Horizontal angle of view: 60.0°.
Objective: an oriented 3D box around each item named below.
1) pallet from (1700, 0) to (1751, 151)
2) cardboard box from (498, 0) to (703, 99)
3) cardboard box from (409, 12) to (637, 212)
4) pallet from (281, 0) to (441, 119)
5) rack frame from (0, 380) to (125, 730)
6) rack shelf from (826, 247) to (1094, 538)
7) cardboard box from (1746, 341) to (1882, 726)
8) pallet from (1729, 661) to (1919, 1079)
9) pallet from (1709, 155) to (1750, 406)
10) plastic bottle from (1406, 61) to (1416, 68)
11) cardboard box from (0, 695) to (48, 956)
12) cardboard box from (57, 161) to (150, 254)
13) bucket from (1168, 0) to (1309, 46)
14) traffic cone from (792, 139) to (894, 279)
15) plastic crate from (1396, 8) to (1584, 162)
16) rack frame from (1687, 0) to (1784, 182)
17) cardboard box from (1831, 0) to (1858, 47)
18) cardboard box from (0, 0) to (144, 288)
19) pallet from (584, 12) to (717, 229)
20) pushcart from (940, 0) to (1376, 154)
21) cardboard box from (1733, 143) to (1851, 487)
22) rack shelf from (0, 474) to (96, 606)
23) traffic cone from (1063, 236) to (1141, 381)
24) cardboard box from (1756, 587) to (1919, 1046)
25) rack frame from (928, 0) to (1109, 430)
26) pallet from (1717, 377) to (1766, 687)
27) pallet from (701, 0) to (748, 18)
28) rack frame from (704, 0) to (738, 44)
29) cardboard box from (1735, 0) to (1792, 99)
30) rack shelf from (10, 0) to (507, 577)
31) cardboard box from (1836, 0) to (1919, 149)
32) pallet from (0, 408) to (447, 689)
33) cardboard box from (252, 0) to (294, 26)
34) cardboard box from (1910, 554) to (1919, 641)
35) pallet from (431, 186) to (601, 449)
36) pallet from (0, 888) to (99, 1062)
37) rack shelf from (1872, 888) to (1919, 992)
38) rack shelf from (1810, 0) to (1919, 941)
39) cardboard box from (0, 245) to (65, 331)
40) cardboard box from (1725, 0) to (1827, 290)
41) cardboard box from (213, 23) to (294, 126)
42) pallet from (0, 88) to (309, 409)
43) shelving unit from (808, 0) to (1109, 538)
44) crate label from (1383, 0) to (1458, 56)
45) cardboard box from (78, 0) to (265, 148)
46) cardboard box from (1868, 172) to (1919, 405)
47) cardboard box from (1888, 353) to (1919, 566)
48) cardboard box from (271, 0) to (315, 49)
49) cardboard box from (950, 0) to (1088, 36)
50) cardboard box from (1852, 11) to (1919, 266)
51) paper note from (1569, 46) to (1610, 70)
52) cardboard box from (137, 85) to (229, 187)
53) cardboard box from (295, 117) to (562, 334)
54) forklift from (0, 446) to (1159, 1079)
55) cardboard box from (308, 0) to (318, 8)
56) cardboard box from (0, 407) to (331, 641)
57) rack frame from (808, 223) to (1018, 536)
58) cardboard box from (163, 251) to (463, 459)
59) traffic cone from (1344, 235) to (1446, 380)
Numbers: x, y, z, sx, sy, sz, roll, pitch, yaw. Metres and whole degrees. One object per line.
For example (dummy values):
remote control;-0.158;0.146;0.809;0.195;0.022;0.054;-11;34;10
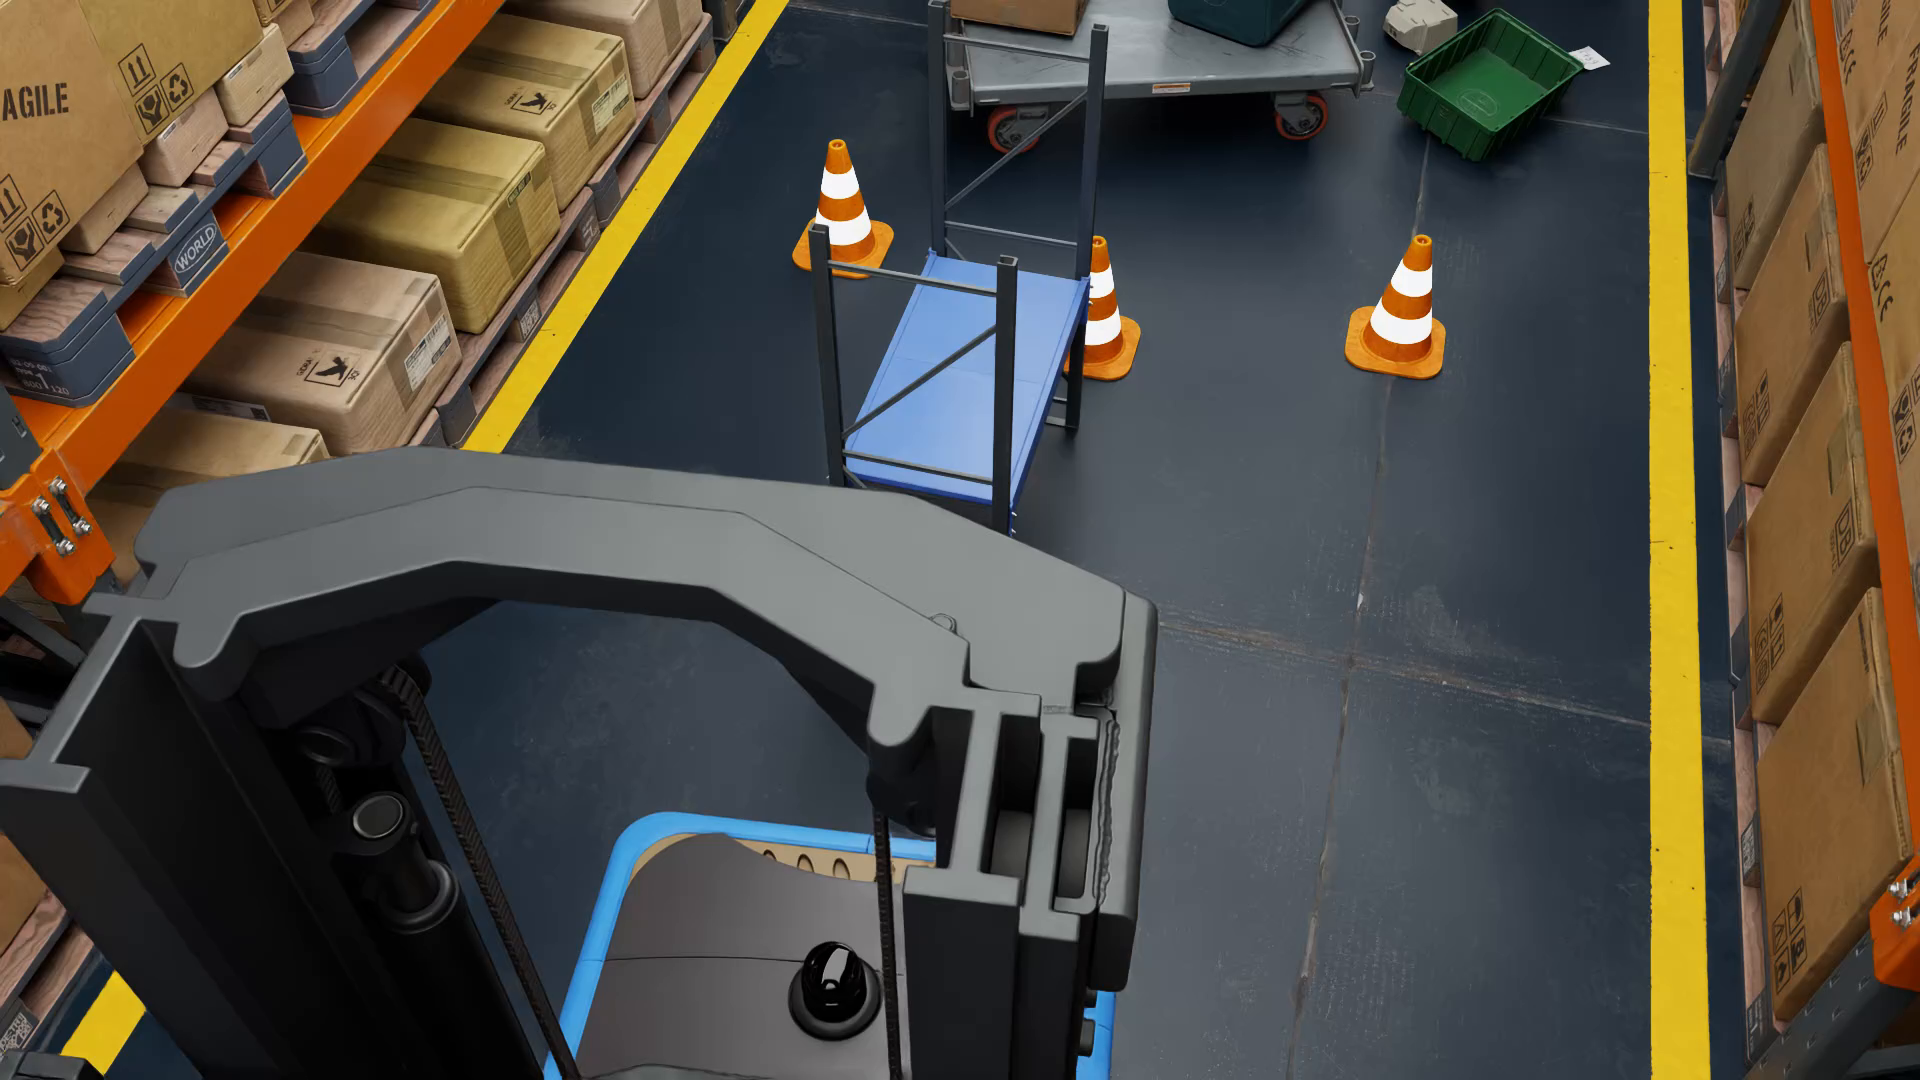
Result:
pallet;3.618;-1.968;6.847;1.003;0.211;1.213;12;50;10
cardboard box;-1.595;-2.150;6.619;0.950;0.372;0.625;12;50;11
cardboard box;-1.781;-1.629;6.160;0.950;0.372;0.625;14;50;12
pallet;-2.031;-1.744;4.916;1.003;0.211;1.213;12;50;10
rack frame;-2.512;-0.367;3.573;1.000;3.000;0.127;12;50;10
rack shelf;0.022;-0.439;4.877;0.538;0.185;1.000;12;50;10
cardboard box;2.764;0.086;4.394;1.050;0.750;0.750;12;50;11
pallet;2.570;0.904;4.311;1.003;0.211;1.213;12;50;10
pallet;3.212;-0.861;5.869;1.003;0.211;1.213;12;50;10
plastic bottle;1.959;-1.882;6.870;0.133;0.061;0.283;-11;50;-10
cardboard box;-2.774;0.680;3.786;0.875;0.875;0.875;11;50;10
cardboard box;-2.141;-0.819;3.860;0.380;0.149;0.250;9;49;8
bucket;1.154;-2.330;6.475;0.726;0.611;0.620;28;64;22
traffic cone;-0.435;-1.248;6.043;0.336;0.463;0.334;12;50;10
plastic crate;2.124;-1.829;6.701;0.662;0.188;0.450;-37;68;-28
rack frame;3.343;-2.357;5.329;1.000;3.000;0.127;12;50;10
cardboard box;2.812;-1.697;4.680;0.500;0.500;0.500;12;50;10
cardboard box;-2.171;-0.917;3.514;0.500;0.500;0.500;10;49;9
pallet;-1.663;-1.774;6.675;1.003;0.211;1.213;12;50;10
pushcart;0.753;-1.979;6.745;1.648;0.377;0.936;-4;49;-3
cardboard box;3.008;-0.587;4.988;1.050;0.750;0.750;12;50;10
rack shelf;-3.039;1.318;2.566;1.077;0.370;4.000;12;50;10
traffic cone;0.453;-0.841;5.683;0.336;0.463;0.334;12;50;10
cardboard box;2.537;0.719;3.835;1.050;0.750;0.750;11;49;10
rack frame;0.156;-0.926;5.067;0.500;1.500;0.032;12;50;10
pallet;2.893;0.024;5.088;1.003;0.211;1.213;12;50;10
pallet;-1.317;-2.830;7.607;1.003;0.211;1.213;12;50;10
rack frame;-1.459;-3.260;6.127;1.000;3.000;0.127;12;50;10
cardboard box;3.576;-2.234;6.358;0.875;0.875;0.875;12;50;11
rack shelf;-1.986;-1.576;5.120;1.077;0.370;4.000;12;50;10
cardboard box;2.678;-1.336;4.362;0.500;0.500;0.500;11;50;10
pallet;-2.305;-0.009;5.117;1.003;0.211;1.213;12;50;10
cardboard box;-1.907;-1.681;4.188;0.500;0.500;0.500;12;50;11
cardboard box;2.149;0.125;3.073;0.500;0.500;0.500;12;50;10
pallet;-1.982;-0.889;5.894;1.003;0.211;1.213;12;50;10
pallet;-2.792;1.111;4.129;1.003;0.211;1.213;12;50;10
rack shelf;1.763;2.221;1.769;1.077;0.370;4.000;12;50;10
rack shelf;2.816;-0.672;4.322;1.077;0.370;4.000;12;50;10
cardboard box;-2.247;-0.621;3.685;0.380;0.149;0.250;9;49;8
cardboard box;3.266;-1.284;5.603;1.050;0.750;0.750;11;50;10
cardboard box;-1.932;-1.203;4.198;0.380;0.149;0.250;12;50;10
pallet;-2.427;-0.840;4.119;1.213;0.211;1.003;12;50;10
shelving unit;0.022;-0.558;4.742;0.538;1.500;1.048;12;50;10
crate label;1.973;-2.209;7.108;0.298;0.136;0.250;-19;51;-16
cardboard box;-2.040;-1.296;3.848;0.500;0.500;0.500;14;50;12
cardboard box;2.414;-0.597;3.710;0.500;0.500;0.500;11;49;9
cardboard box;2.282;-0.236;3.391;0.500;0.500;0.500;12;50;10
cardboard box;-1.944;-1.393;4.366;0.380;0.149;0.250;14;50;12
cardboard box;0.266;-2.354;6.489;0.500;0.500;0.500;12;50;10
cardboard box;2.544;-0.969;4.038;0.500;0.500;0.500;12;50;11
paper note;2.646;-2.039;7.029;0.147;0.020;0.142;-19;51;-16
cardboard box;-2.024;-1.008;4.026;0.380;0.149;0.250;9;49;8
cardboard box;-1.962;-1.126;5.716;0.950;0.372;0.625;13;50;11
forklift;-0.377;1.426;2.037;1.130;2.935;3.031;6;49;5
cardboard box;-1.907;-1.605;4.553;0.380;0.149;0.250;13;50;12
cardboard box;-2.354;-0.043;4.760;0.950;0.372;0.625;9;49;7
rack frame;-0.111;-0.190;4.418;0.500;1.500;0.032;12;50;10
cardboard box;-2.167;-0.579;5.233;0.950;0.372;0.625;11;49;9
traffic cone;1.533;-0.845;5.687;0.336;0.463;0.334;12;50;10
